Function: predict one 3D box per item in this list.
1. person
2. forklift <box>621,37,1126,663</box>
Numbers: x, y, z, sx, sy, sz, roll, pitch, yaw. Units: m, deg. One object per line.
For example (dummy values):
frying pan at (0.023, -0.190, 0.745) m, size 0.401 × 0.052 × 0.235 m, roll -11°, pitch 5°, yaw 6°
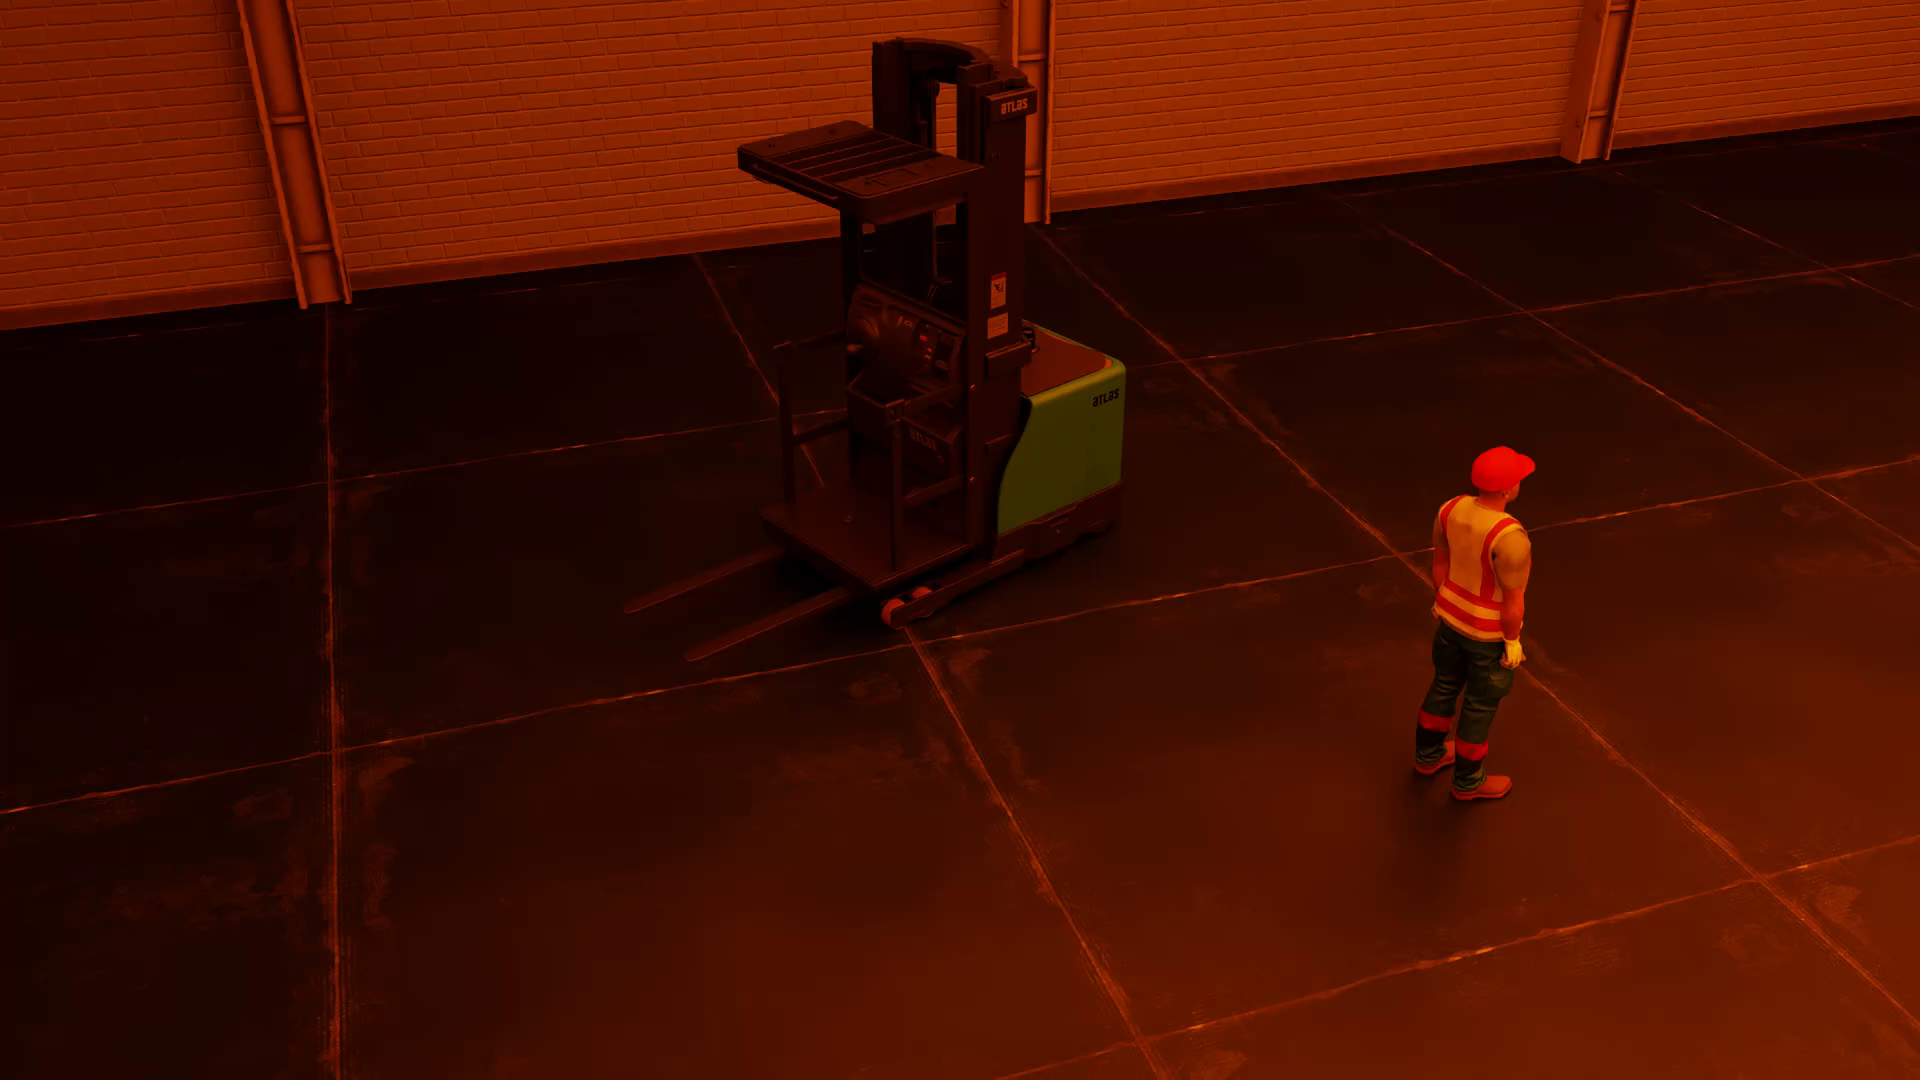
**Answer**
person at (2.373, 0.373, 7.584) m, size 0.382 × 1.795 × 0.527 m, roll -16°, pitch 33°, yaw -25°
forklift at (-0.461, -1.072, 8.951) m, size 3.031 × 2.935 × 1.130 m, roll -23°, pitch 37°, yaw -34°
